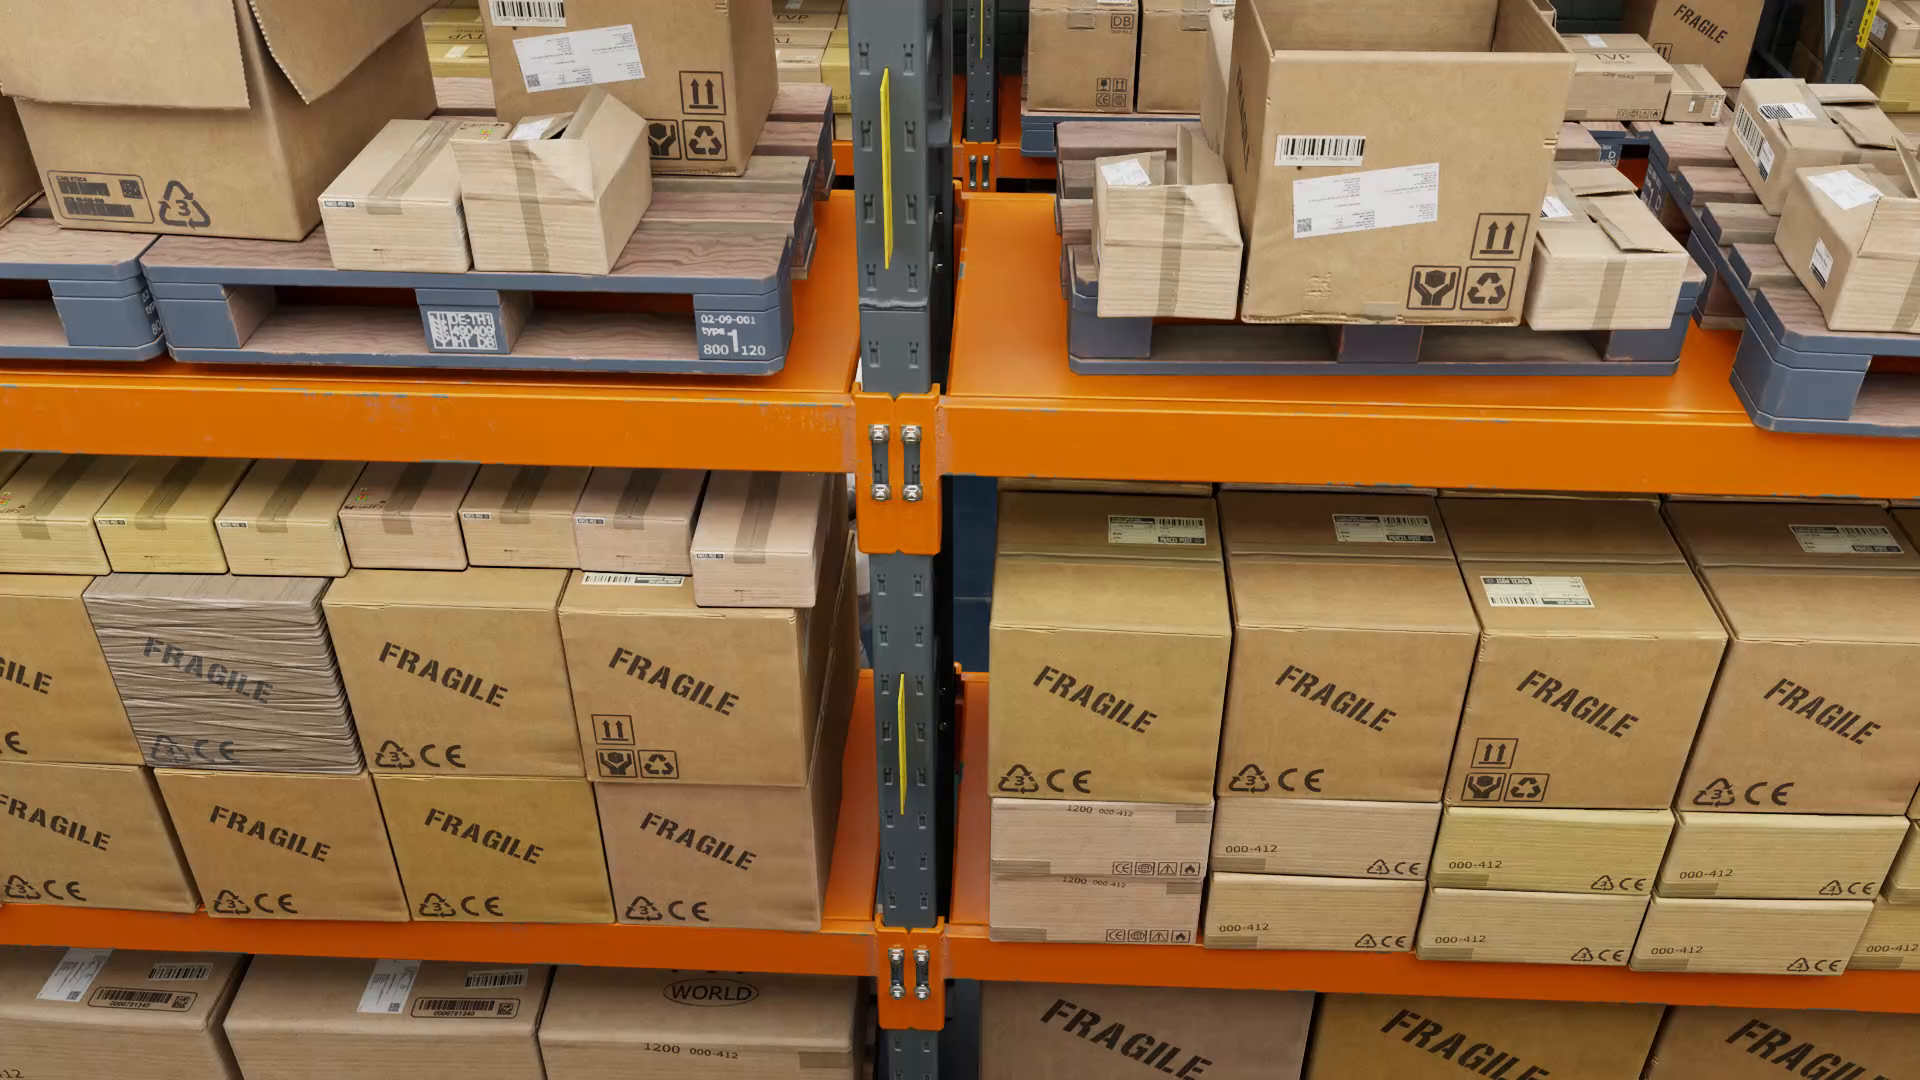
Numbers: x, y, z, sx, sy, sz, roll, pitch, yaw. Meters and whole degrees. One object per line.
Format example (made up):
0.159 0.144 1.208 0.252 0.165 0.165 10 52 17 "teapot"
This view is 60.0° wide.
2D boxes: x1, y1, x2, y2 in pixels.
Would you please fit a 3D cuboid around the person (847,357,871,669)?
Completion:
-0.523 0.114 5.972 0.556 1.762 0.494 1 35 2 "person"
